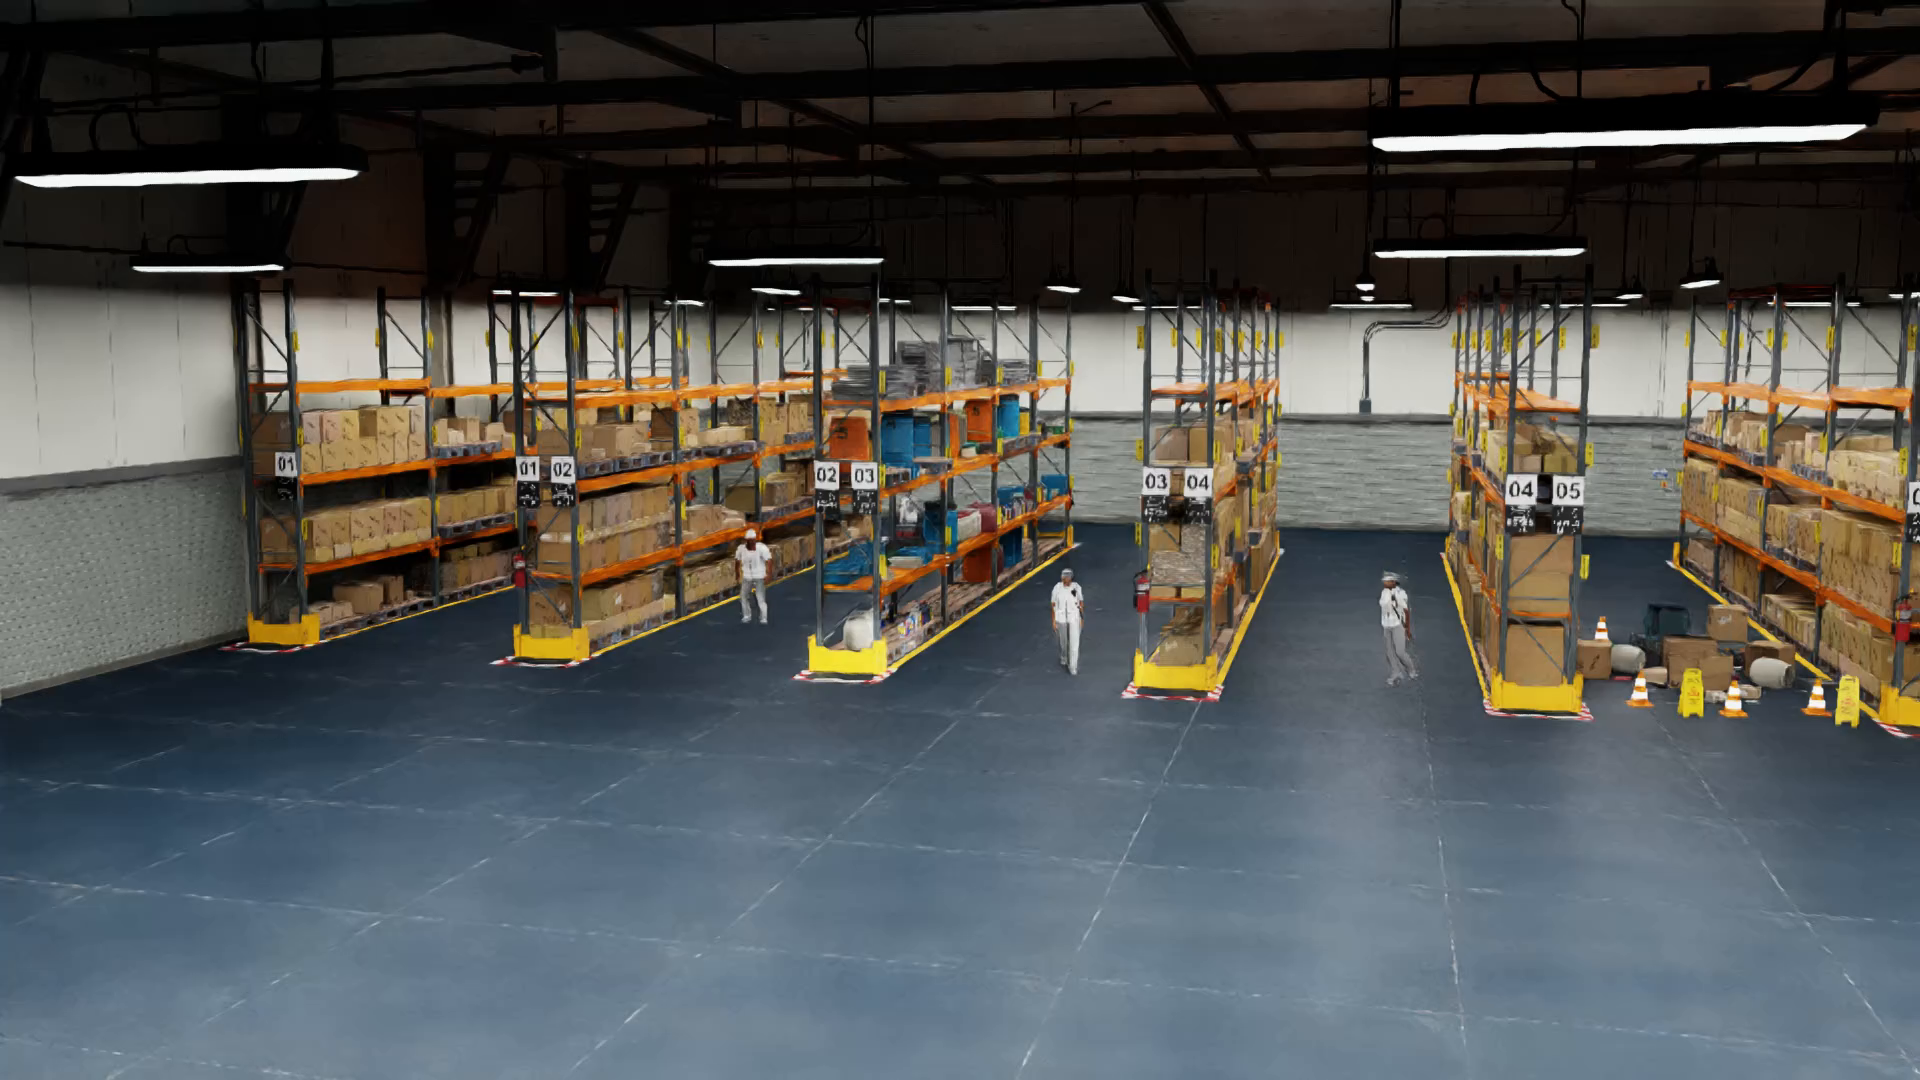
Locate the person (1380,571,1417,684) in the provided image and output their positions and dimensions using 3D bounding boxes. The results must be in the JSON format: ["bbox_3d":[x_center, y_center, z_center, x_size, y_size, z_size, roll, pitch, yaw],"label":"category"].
[{"bbox_3d":[6.401,1.275,24.298,0.511,1.666,0.524,-5,9,-38],"label":"person"}]

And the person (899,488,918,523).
[{"bbox_3d":[-1.195,-0.435,38.365,0.549,1.663,0.585,5,9,37],"label":"person"}]

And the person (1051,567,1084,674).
[{"bbox_3d":[1.619,1.188,25.188,0.496,1.580,1.090,1,7,12],"label":"person"}]

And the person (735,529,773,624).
[{"bbox_3d":[-3.650,0.648,29.334,0.719,1.714,0.572,2,7,12],"label":"person"}]
